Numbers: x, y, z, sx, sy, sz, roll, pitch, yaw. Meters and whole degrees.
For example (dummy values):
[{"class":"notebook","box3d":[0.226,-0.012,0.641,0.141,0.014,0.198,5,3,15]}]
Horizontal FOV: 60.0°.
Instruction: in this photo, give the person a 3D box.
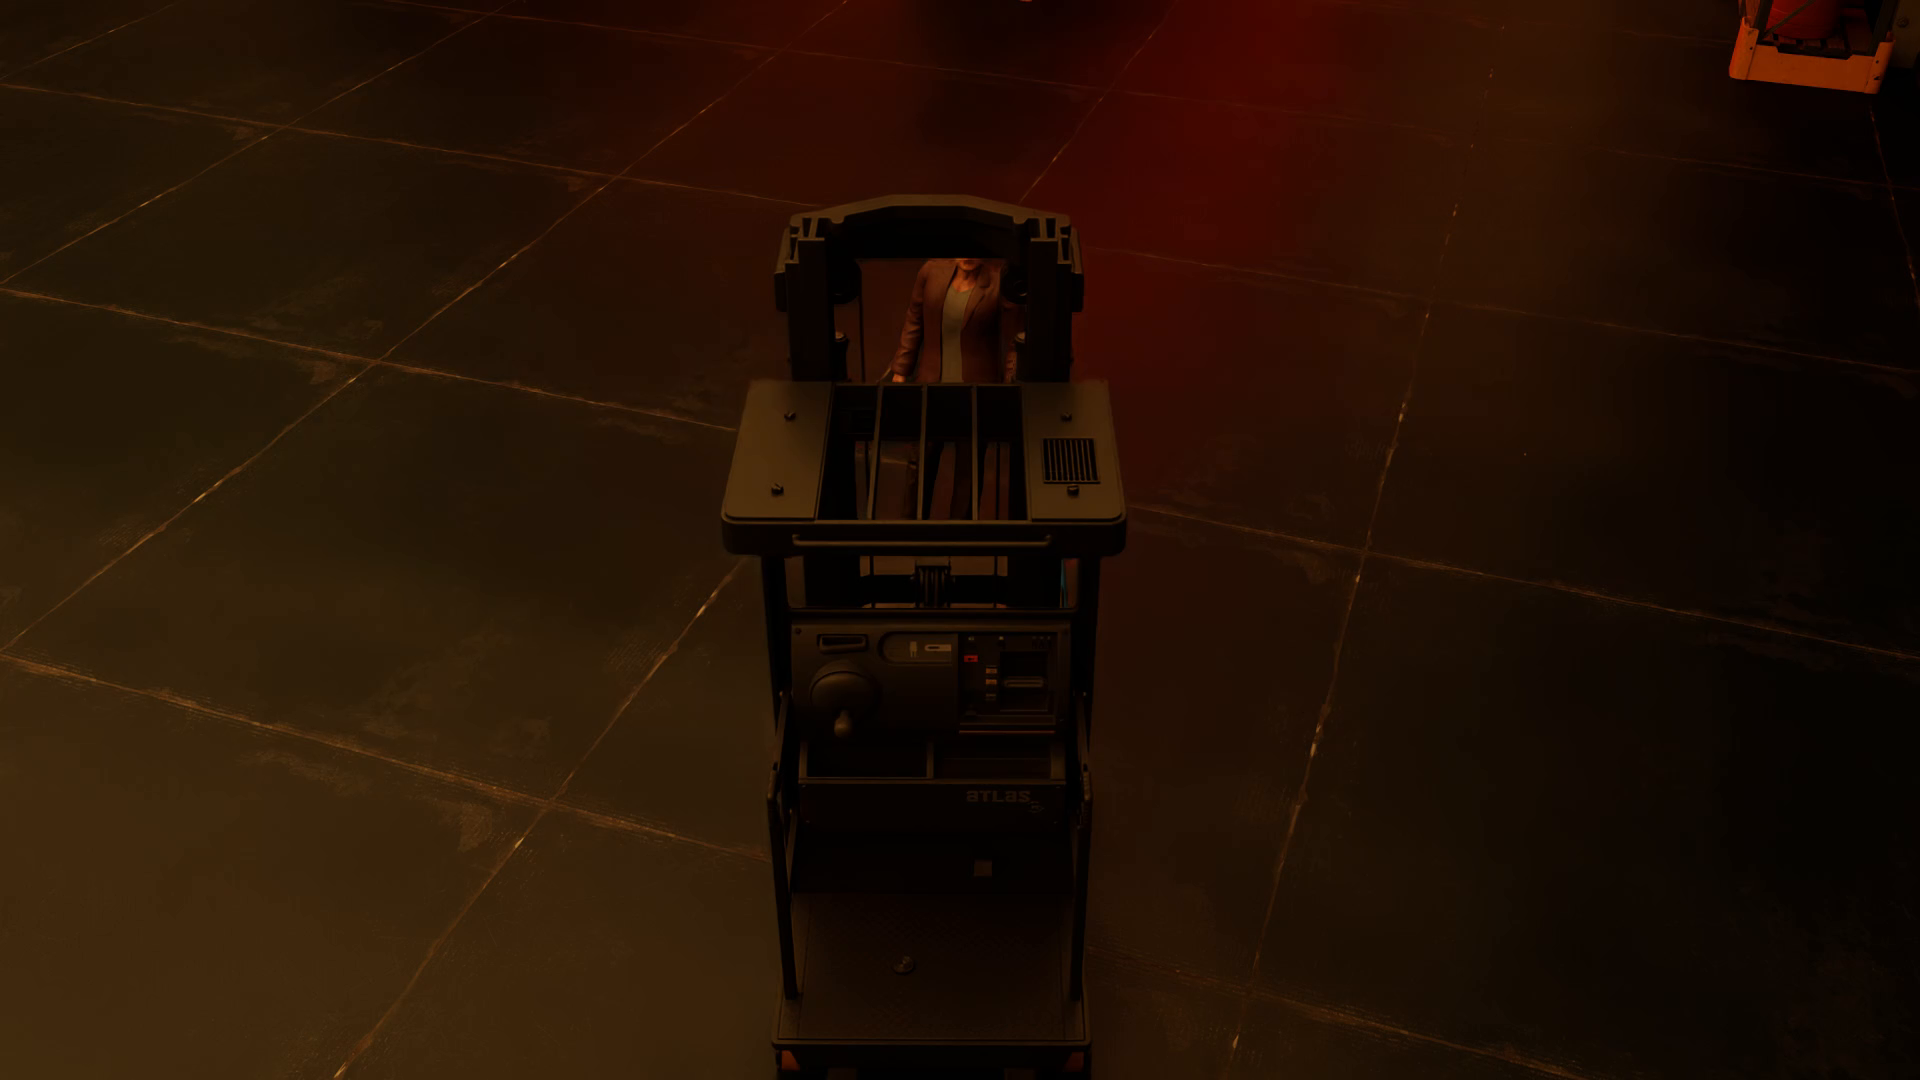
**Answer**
[{"class":"person","box3d":[-0.035,-0.683,8.058,0.694,1.776,0.582,12,37,16]}]

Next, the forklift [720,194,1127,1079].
[{"class":"forklift","box3d":[-0.095,0.526,5.369,1.130,2.935,3.031,0,35,0]}]
